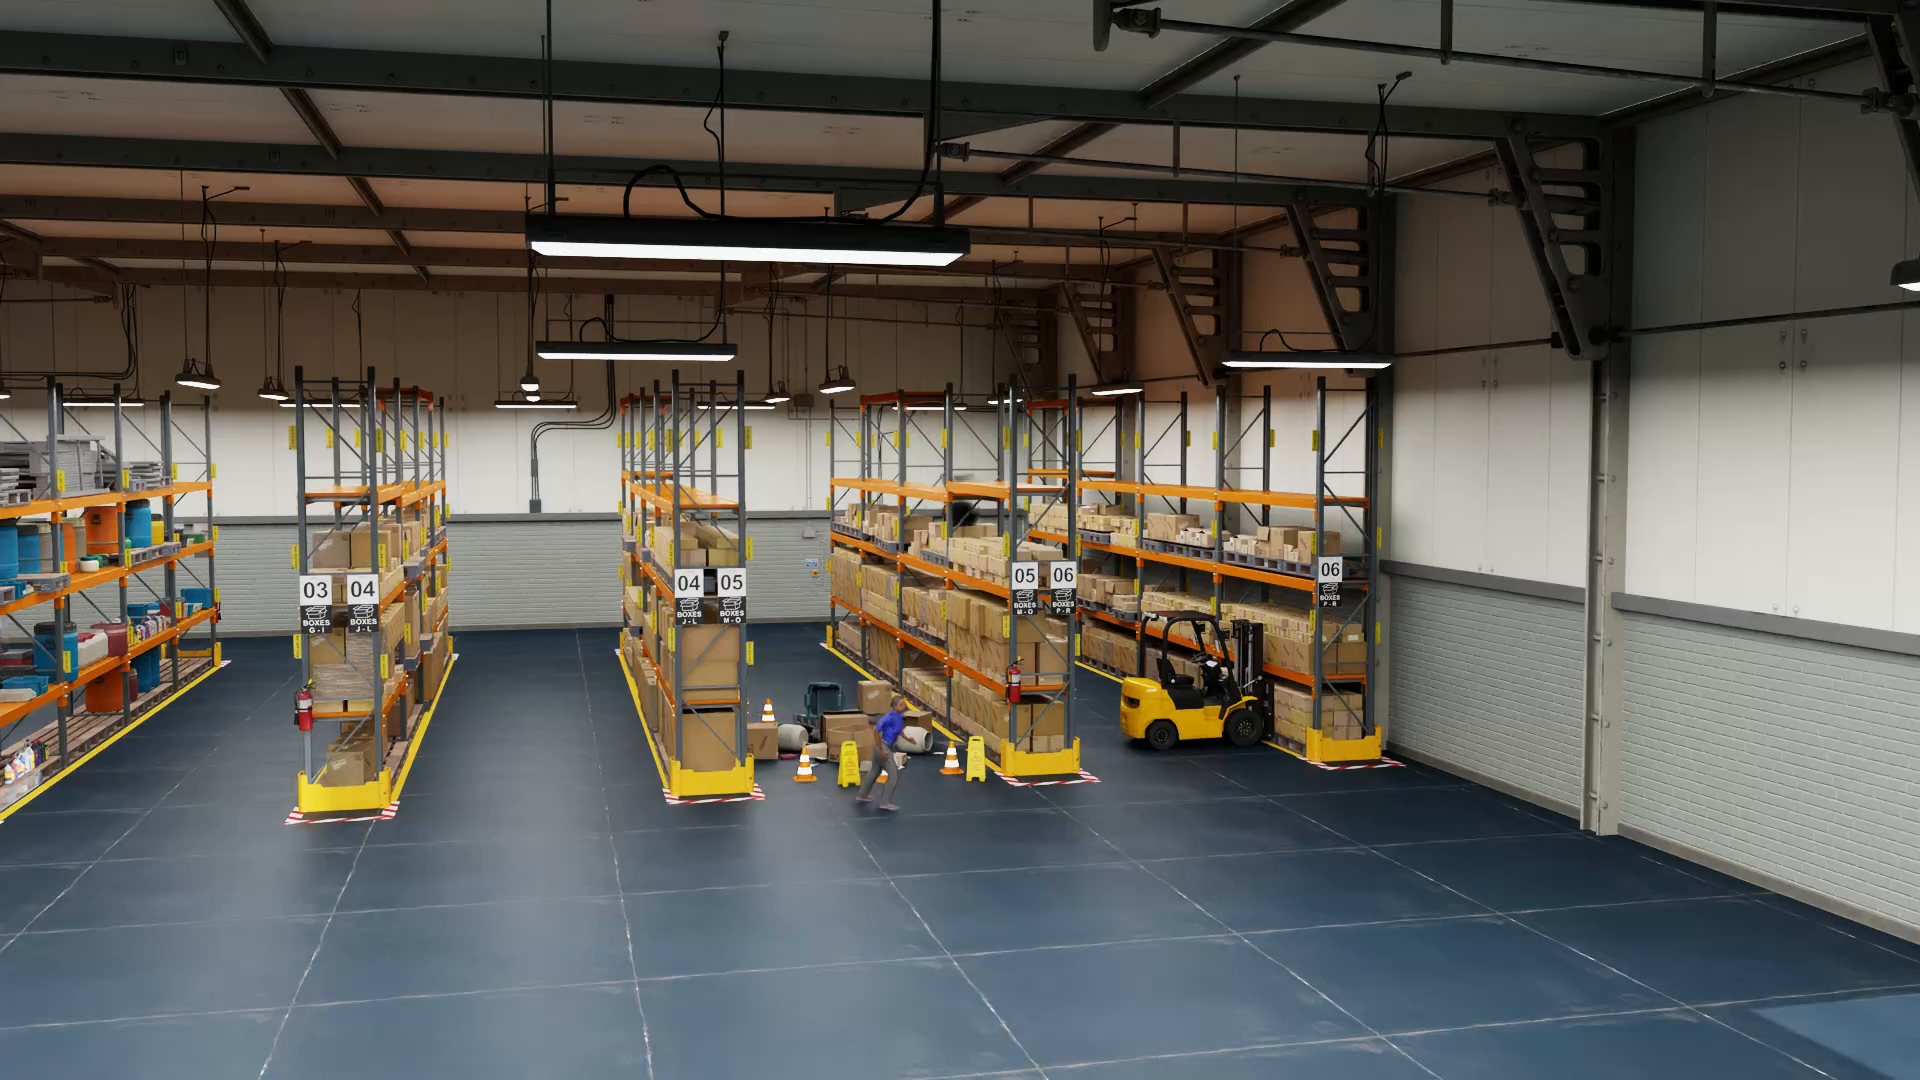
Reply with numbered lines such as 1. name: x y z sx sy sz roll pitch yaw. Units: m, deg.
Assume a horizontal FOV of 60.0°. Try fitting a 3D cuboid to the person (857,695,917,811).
1. person: -1.009 2.883 22.672 0.862 1.571 0.641 1 3 8
